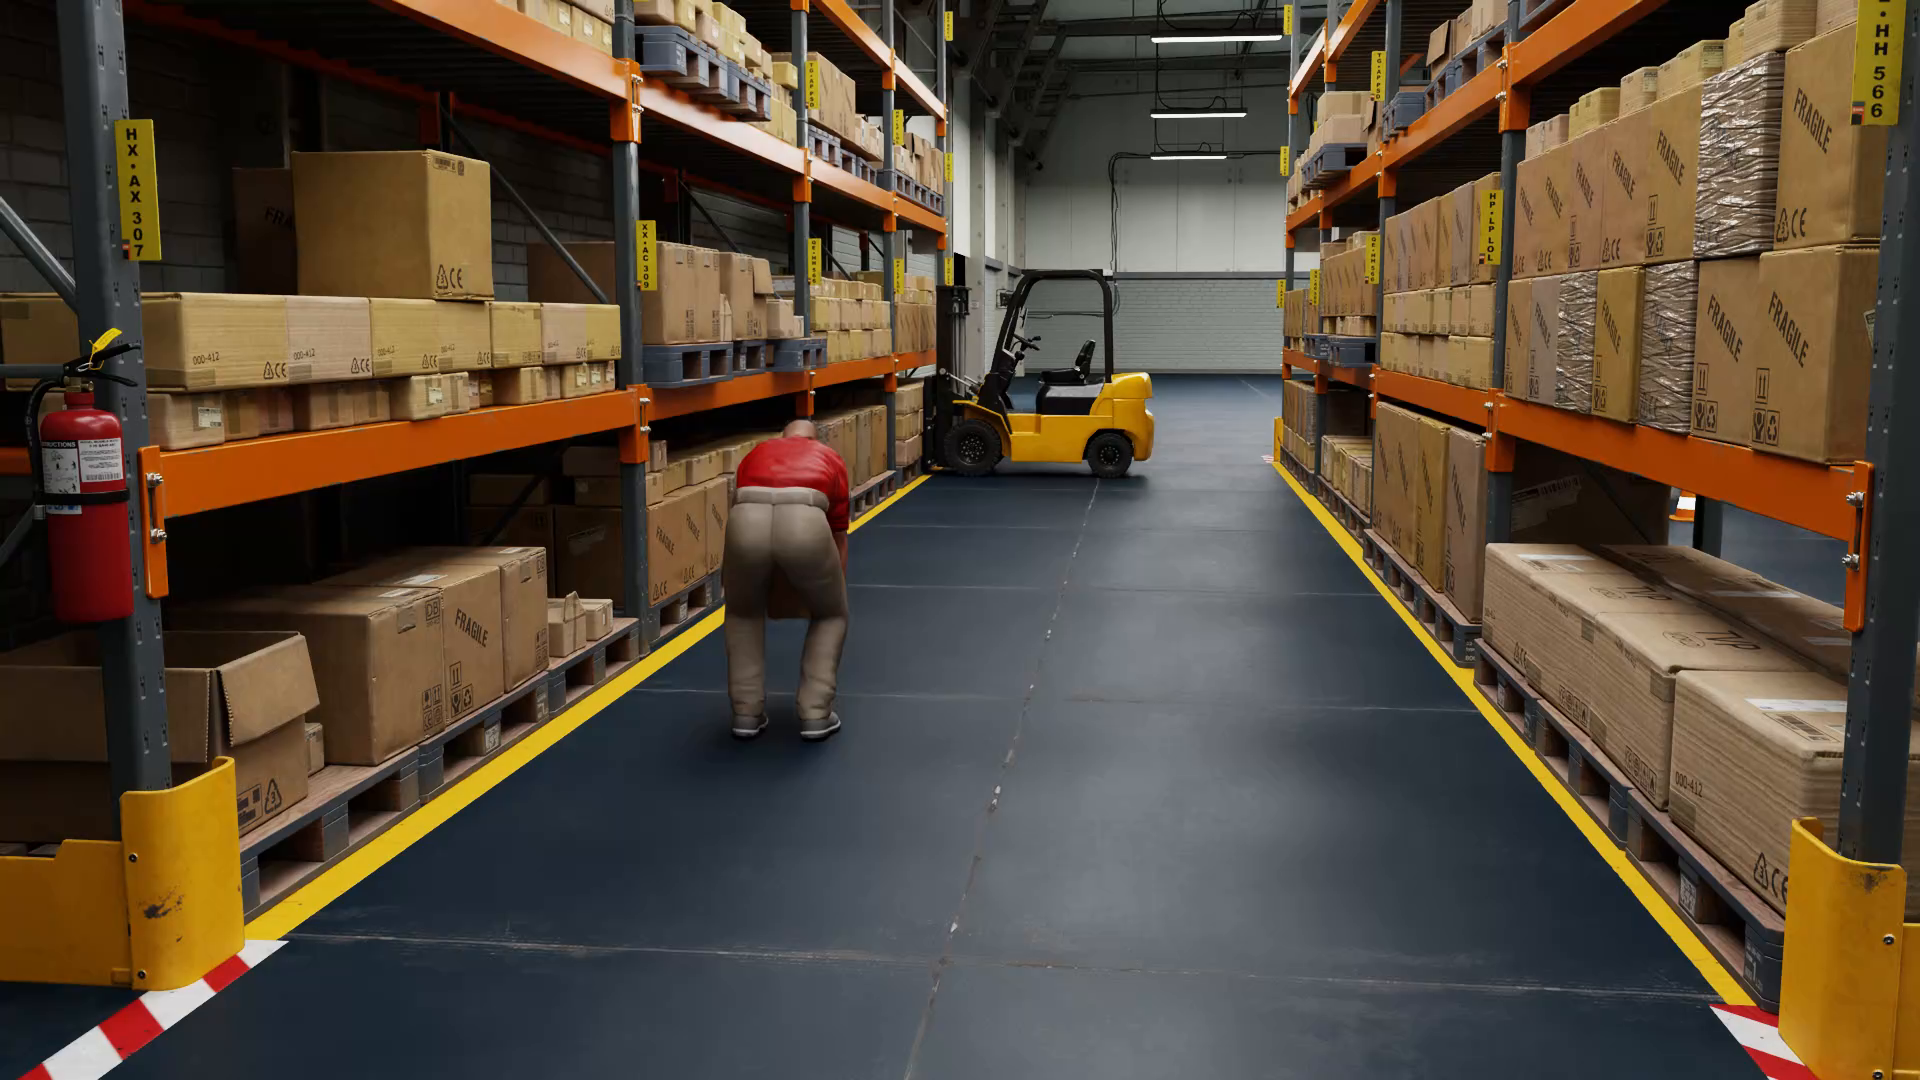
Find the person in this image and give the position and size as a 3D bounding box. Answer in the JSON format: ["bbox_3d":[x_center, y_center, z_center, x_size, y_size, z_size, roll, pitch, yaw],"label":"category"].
[{"bbox_3d":[-0.685,0.141,6.759,0.508,1.216,0.922,1,8,4],"label":"person"}]
